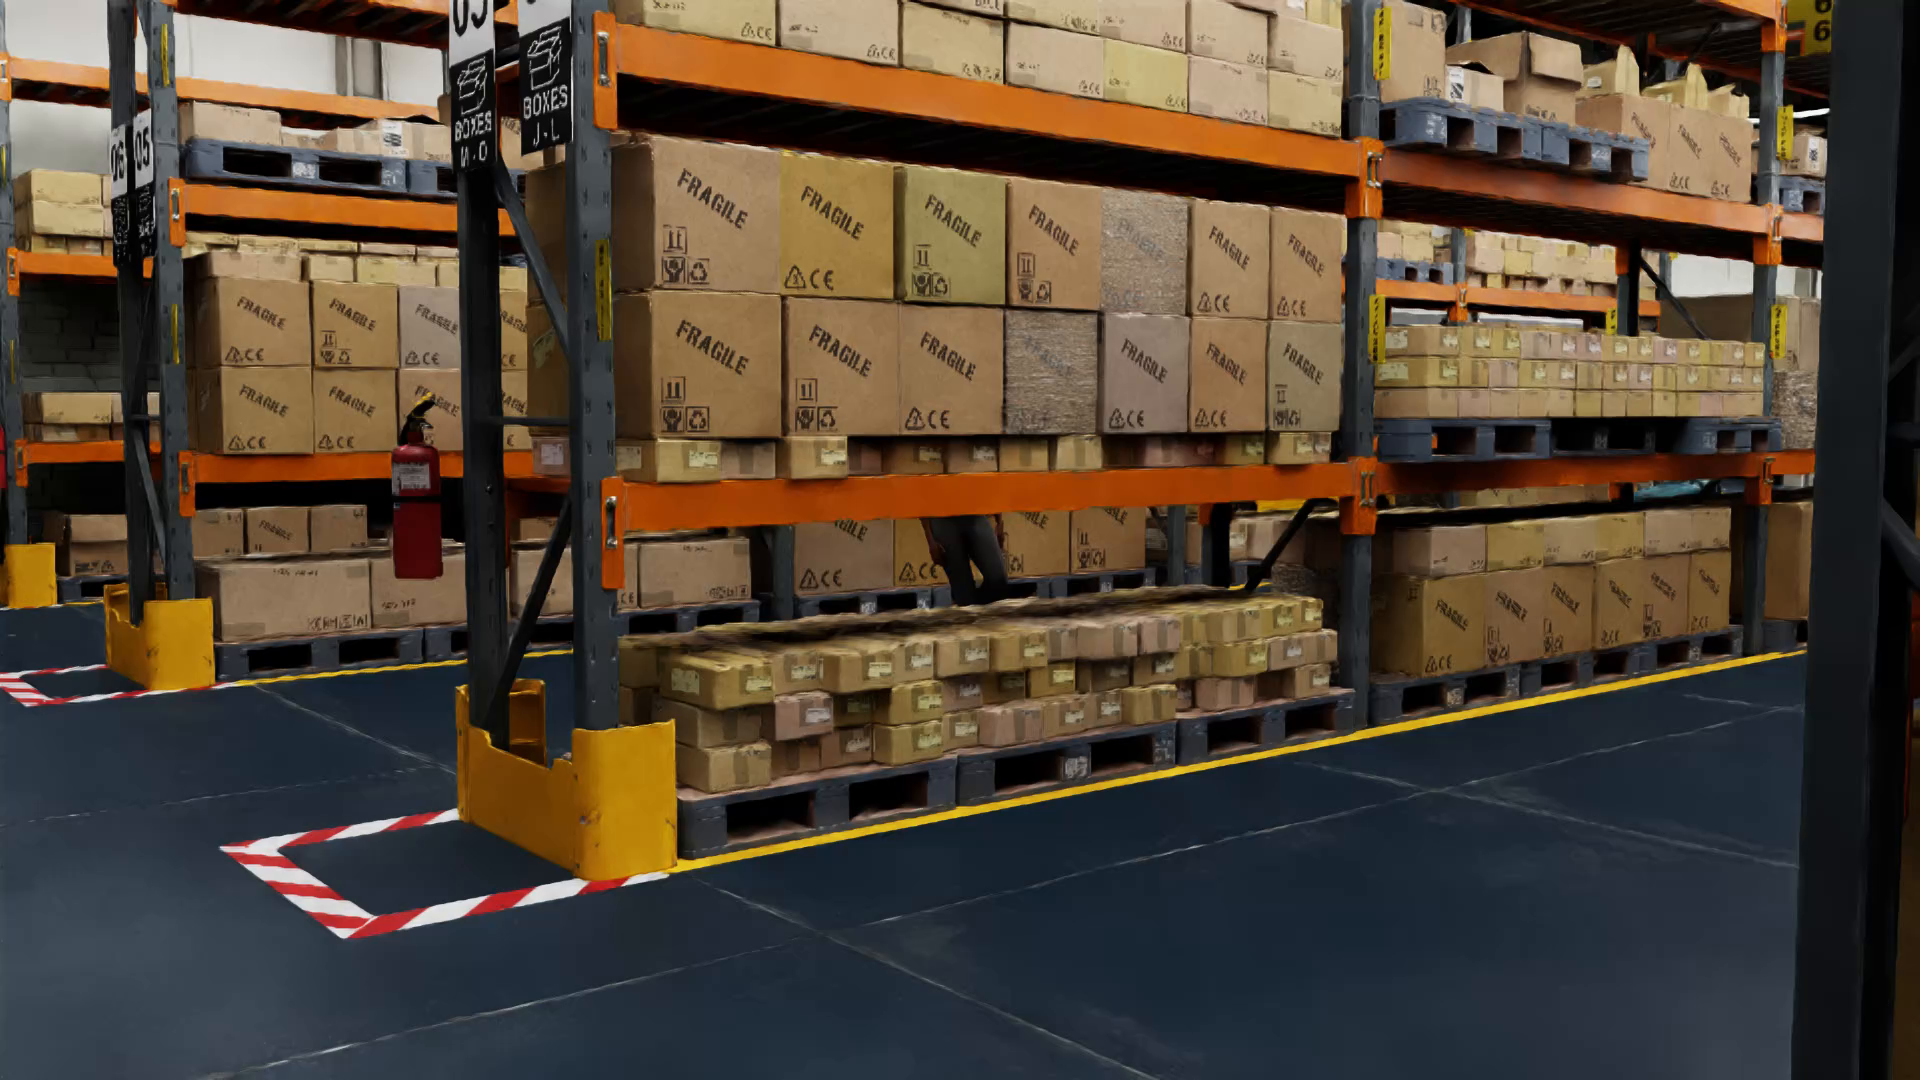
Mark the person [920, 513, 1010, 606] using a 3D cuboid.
[{"bbox_3d":[0.002,-0.045,9.954,0.571,1.611,0.579,-2,5,-19],"label":"person"}]
